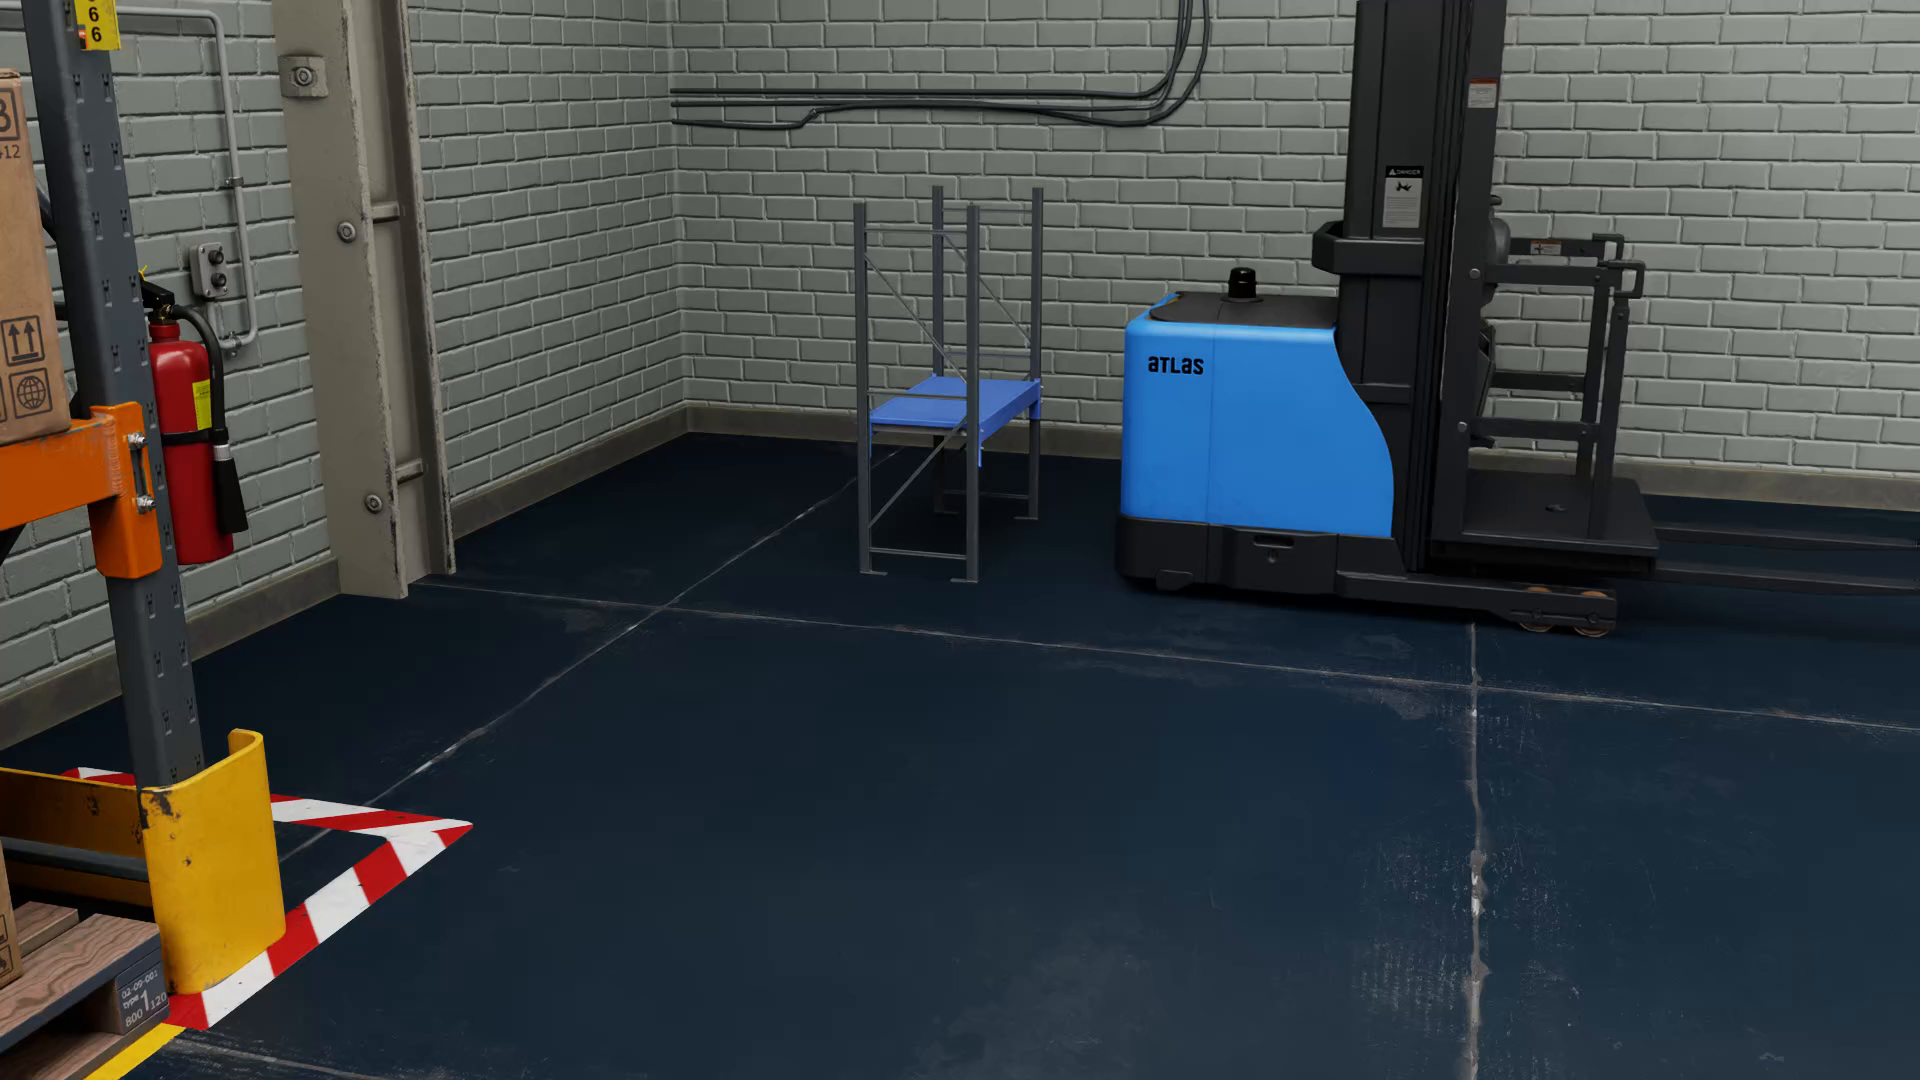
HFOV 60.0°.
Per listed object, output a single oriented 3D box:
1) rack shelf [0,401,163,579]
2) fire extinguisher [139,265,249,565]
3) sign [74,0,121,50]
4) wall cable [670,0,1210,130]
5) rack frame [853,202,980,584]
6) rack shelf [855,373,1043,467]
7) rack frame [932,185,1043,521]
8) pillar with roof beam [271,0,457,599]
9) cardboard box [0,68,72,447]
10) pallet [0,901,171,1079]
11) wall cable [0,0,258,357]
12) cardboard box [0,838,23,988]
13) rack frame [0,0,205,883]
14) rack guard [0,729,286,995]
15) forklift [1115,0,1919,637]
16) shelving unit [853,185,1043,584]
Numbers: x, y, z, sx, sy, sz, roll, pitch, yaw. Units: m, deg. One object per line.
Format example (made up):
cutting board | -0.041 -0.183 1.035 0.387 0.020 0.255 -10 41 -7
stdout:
rack shelf | -2.789 0.368 1.854 1.077 0.370 4.000 5 16 16
fire extinguisher | -1.735 -0.289 3.675 0.296 0.674 0.183 5 16 16
sign | -1.704 -1.127 3.249 0.100 0.325 0.005 5 16 16
wall cable | -0.271 -3.346 8.325 3.097 2.526 0.112 5 16 16
rack frame | -0.169 -0.566 6.577 0.500 1.500 0.032 5 16 16
rack shelf | -0.024 -0.526 7.095 0.538 0.185 1.000 5 16 16
rack frame | 0.120 -0.832 7.515 0.500 1.500 0.032 5 16 16
pillar with roof beam | 1.845 -3.827 4.332 9.100 9.000 0.400 5 16 16
cardboard box | -2.356 -0.512 3.087 0.980 0.700 0.700 5 17 18
pallet | -2.373 1.055 3.223 1.003 0.211 1.213 5 16 16
wall cable | -2.764 -1.399 4.902 0.084 1.984 1.851 5 16 16
cardboard box | -2.324 0.690 3.212 0.700 0.500 0.500 5 16 16
rack frame | -2.221 -0.502 3.601 1.000 3.000 0.127 5 16 16
rack guard | -2.214 0.695 3.964 1.175 0.500 0.348 5 16 16
forklift | 2.195 -1.217 6.248 3.031 2.935 1.130 5 17 16
shelving unit | -0.024 -0.699 7.046 0.538 1.500 1.048 5 16 16
